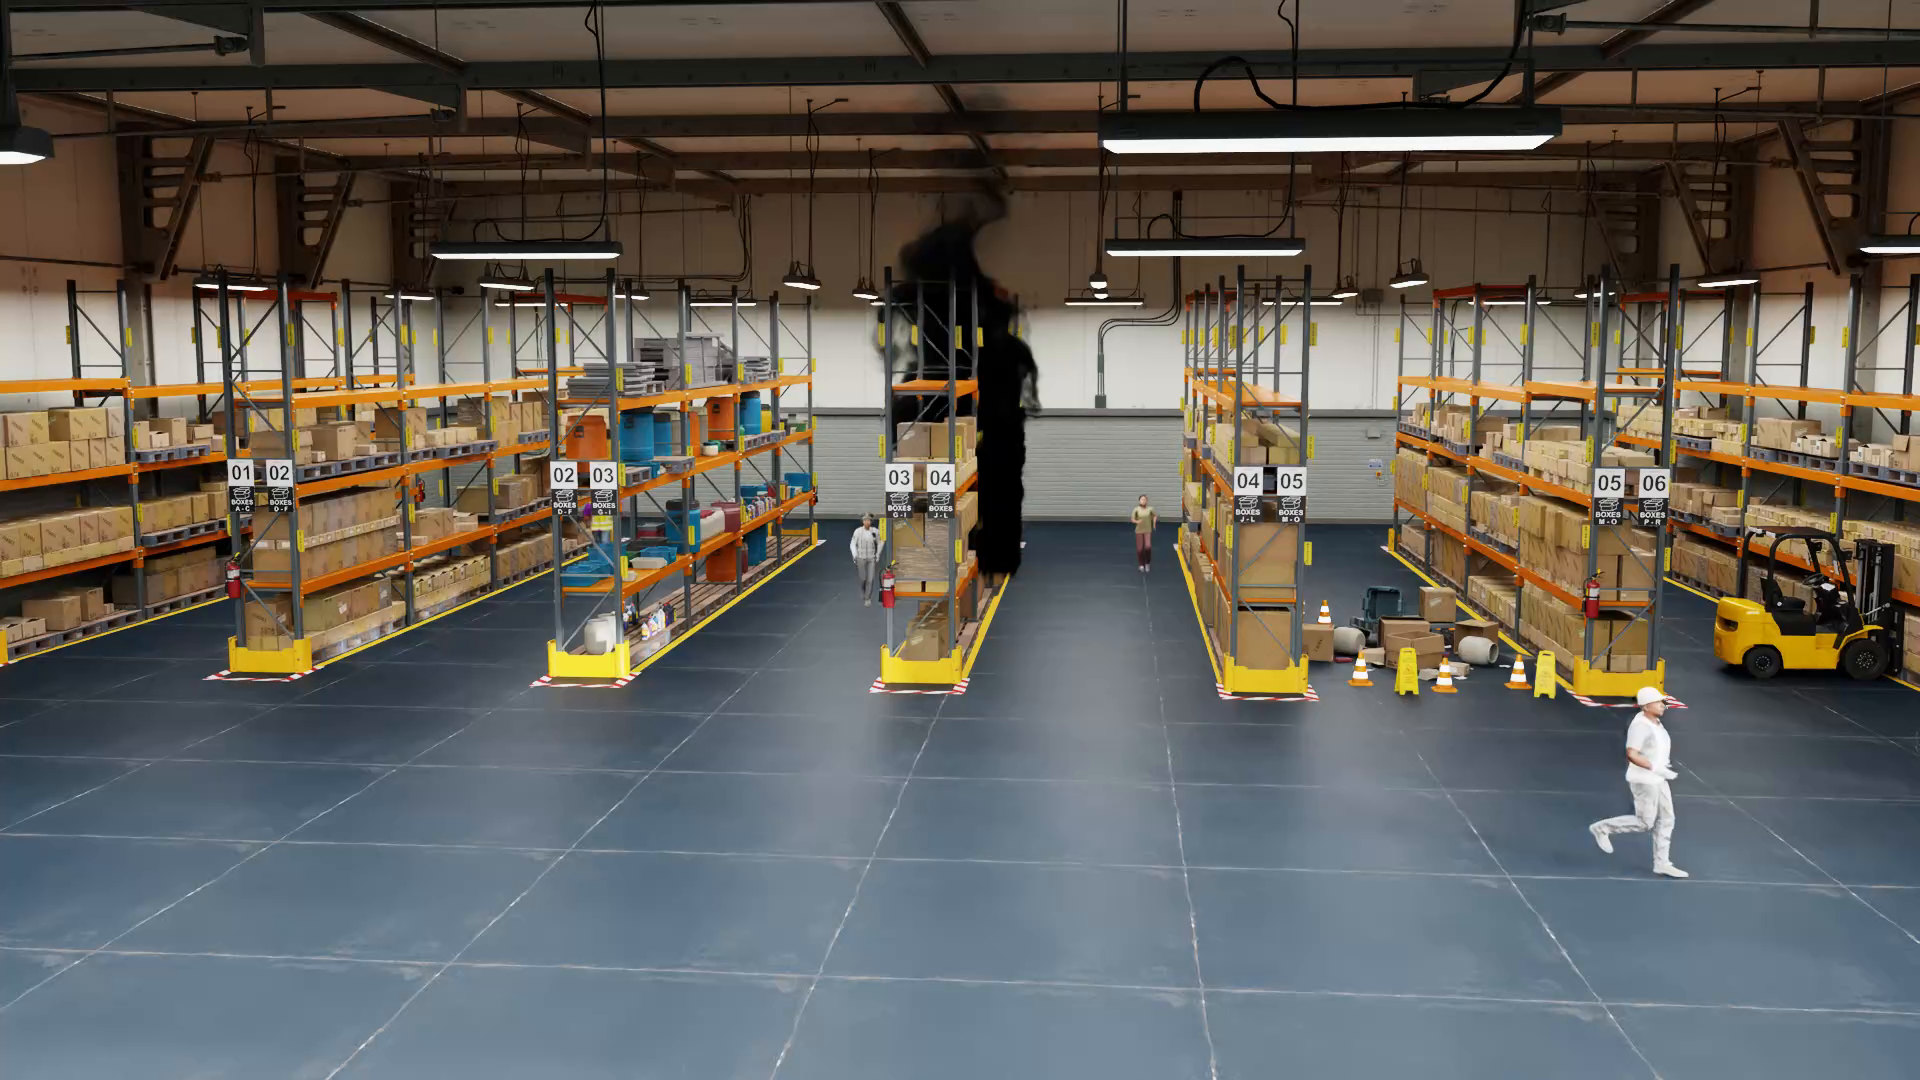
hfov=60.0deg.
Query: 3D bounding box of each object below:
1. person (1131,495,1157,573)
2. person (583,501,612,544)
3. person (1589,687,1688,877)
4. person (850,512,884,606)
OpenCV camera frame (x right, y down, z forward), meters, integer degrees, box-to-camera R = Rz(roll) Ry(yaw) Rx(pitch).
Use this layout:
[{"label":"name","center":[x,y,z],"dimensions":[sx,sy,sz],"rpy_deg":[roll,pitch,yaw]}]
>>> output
[{"label":"person","center":[3.931,-0.141,35.545],"dimensions":[0.549,1.663,0.663],"rpy_deg":[1,7,6]},{"label":"person","center":[-7.087,-0.131,32.805],"dimensions":[0.676,1.871,0.756],"rpy_deg":[0,7,0]},{"label":"person","center":[6.414,2.248,15.617],"dimensions":[0.888,1.769,0.681],"rpy_deg":[5,9,37]},{"label":"person","center":[-1.641,0.319,29.520],"dimensions":[0.603,1.659,0.515],"rpy_deg":[-1,7,-4]}]
